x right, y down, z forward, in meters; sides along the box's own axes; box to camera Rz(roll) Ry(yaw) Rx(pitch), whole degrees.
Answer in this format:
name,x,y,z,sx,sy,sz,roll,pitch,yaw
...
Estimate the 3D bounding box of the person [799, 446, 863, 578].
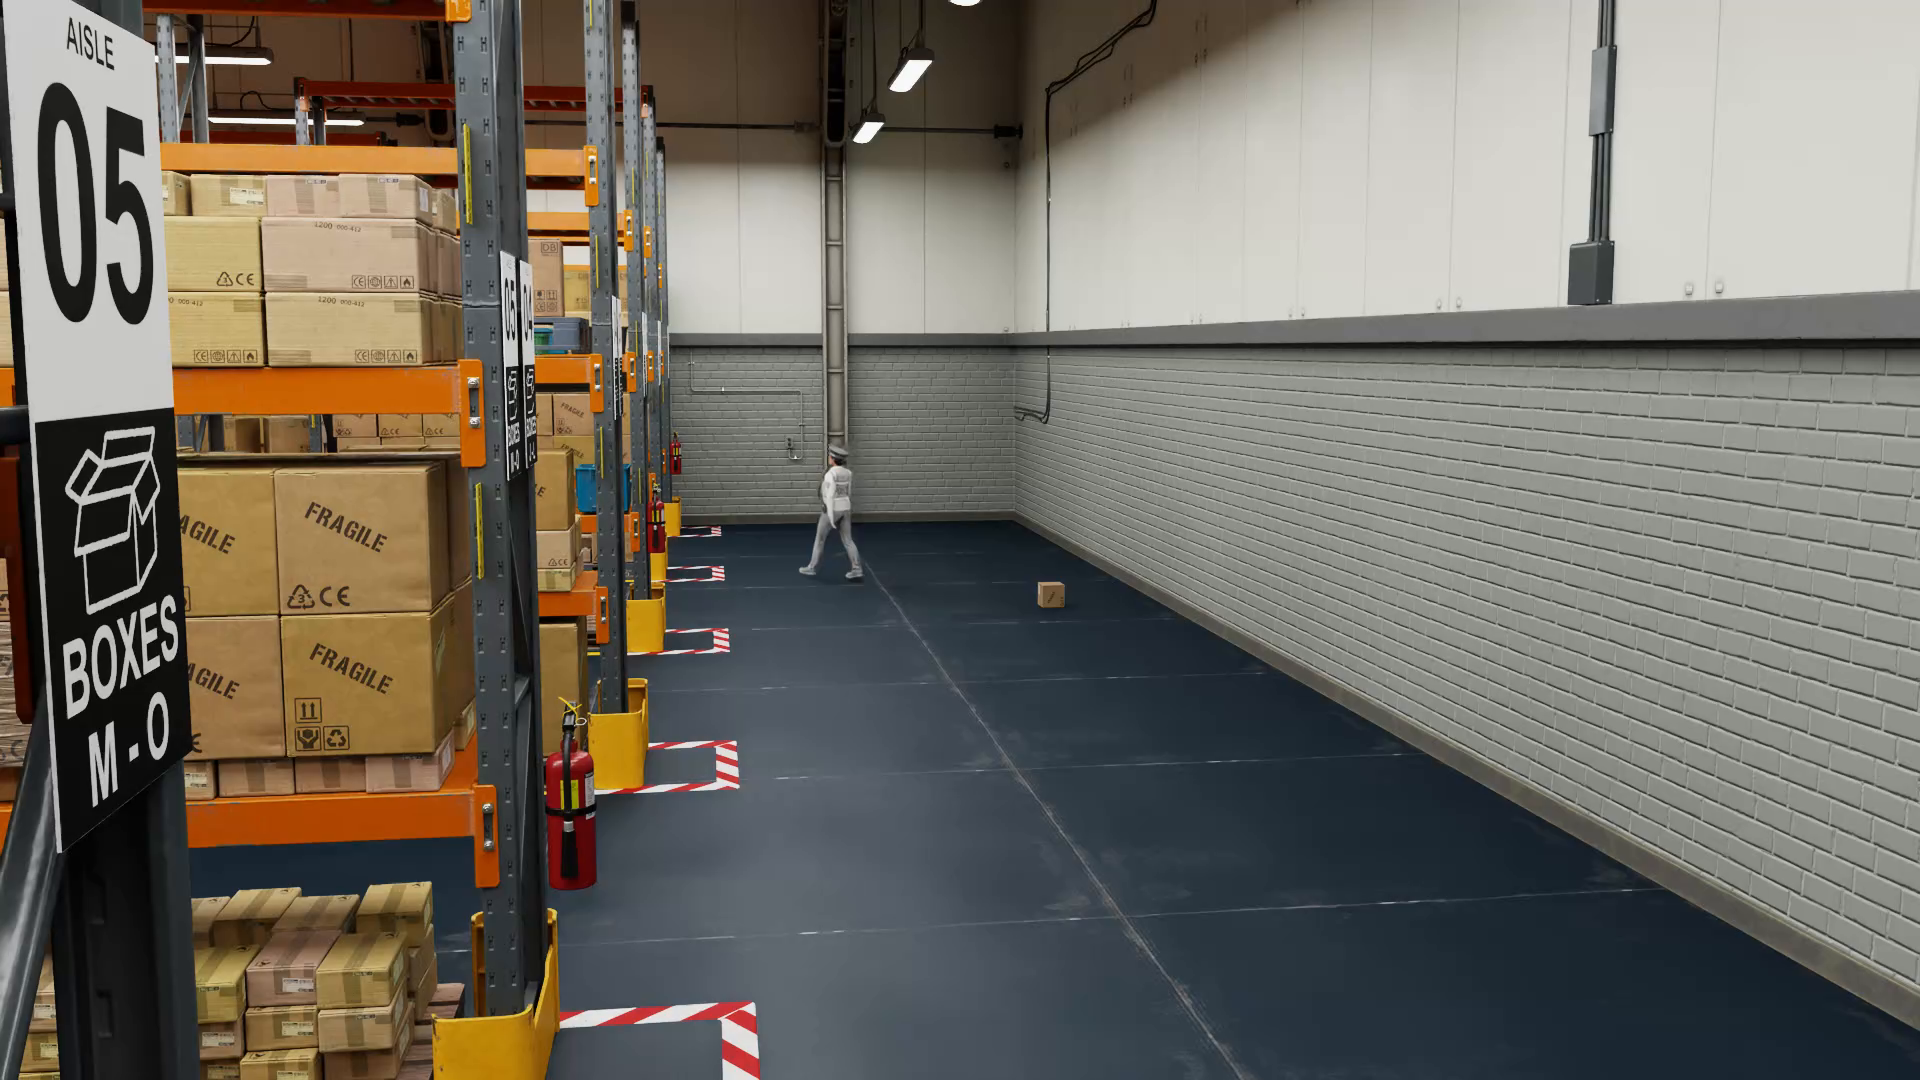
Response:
name,x,y,z,sx,sy,sz,roll,pitch,yaw
person,-1.577,-0.360,20.632,0.968,1.630,0.498,6,9,43
